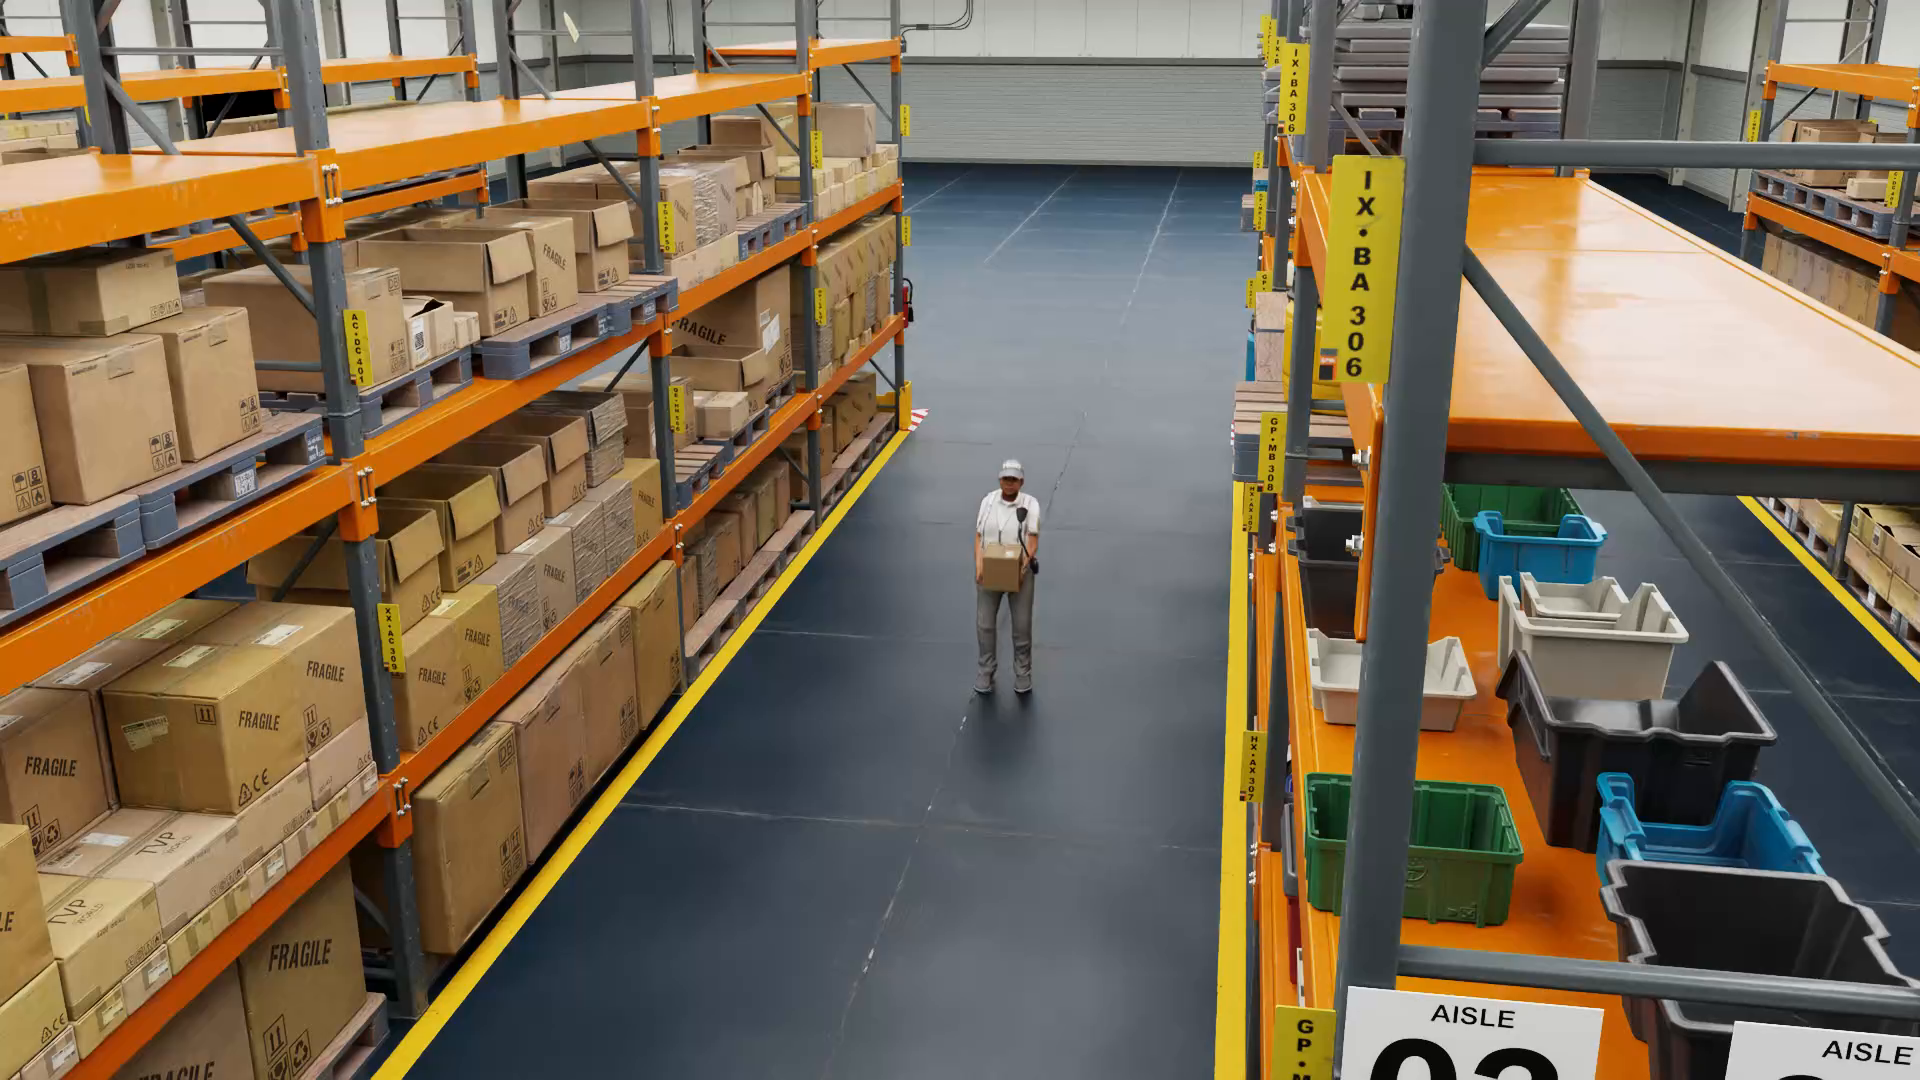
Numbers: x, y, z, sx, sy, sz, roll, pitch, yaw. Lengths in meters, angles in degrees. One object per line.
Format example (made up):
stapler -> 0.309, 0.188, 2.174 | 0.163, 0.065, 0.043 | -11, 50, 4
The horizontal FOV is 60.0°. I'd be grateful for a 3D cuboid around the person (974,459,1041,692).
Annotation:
person -> 0.321, 0.267, 11.732 | 0.457, 1.662, 0.532 | 4, 19, 13
